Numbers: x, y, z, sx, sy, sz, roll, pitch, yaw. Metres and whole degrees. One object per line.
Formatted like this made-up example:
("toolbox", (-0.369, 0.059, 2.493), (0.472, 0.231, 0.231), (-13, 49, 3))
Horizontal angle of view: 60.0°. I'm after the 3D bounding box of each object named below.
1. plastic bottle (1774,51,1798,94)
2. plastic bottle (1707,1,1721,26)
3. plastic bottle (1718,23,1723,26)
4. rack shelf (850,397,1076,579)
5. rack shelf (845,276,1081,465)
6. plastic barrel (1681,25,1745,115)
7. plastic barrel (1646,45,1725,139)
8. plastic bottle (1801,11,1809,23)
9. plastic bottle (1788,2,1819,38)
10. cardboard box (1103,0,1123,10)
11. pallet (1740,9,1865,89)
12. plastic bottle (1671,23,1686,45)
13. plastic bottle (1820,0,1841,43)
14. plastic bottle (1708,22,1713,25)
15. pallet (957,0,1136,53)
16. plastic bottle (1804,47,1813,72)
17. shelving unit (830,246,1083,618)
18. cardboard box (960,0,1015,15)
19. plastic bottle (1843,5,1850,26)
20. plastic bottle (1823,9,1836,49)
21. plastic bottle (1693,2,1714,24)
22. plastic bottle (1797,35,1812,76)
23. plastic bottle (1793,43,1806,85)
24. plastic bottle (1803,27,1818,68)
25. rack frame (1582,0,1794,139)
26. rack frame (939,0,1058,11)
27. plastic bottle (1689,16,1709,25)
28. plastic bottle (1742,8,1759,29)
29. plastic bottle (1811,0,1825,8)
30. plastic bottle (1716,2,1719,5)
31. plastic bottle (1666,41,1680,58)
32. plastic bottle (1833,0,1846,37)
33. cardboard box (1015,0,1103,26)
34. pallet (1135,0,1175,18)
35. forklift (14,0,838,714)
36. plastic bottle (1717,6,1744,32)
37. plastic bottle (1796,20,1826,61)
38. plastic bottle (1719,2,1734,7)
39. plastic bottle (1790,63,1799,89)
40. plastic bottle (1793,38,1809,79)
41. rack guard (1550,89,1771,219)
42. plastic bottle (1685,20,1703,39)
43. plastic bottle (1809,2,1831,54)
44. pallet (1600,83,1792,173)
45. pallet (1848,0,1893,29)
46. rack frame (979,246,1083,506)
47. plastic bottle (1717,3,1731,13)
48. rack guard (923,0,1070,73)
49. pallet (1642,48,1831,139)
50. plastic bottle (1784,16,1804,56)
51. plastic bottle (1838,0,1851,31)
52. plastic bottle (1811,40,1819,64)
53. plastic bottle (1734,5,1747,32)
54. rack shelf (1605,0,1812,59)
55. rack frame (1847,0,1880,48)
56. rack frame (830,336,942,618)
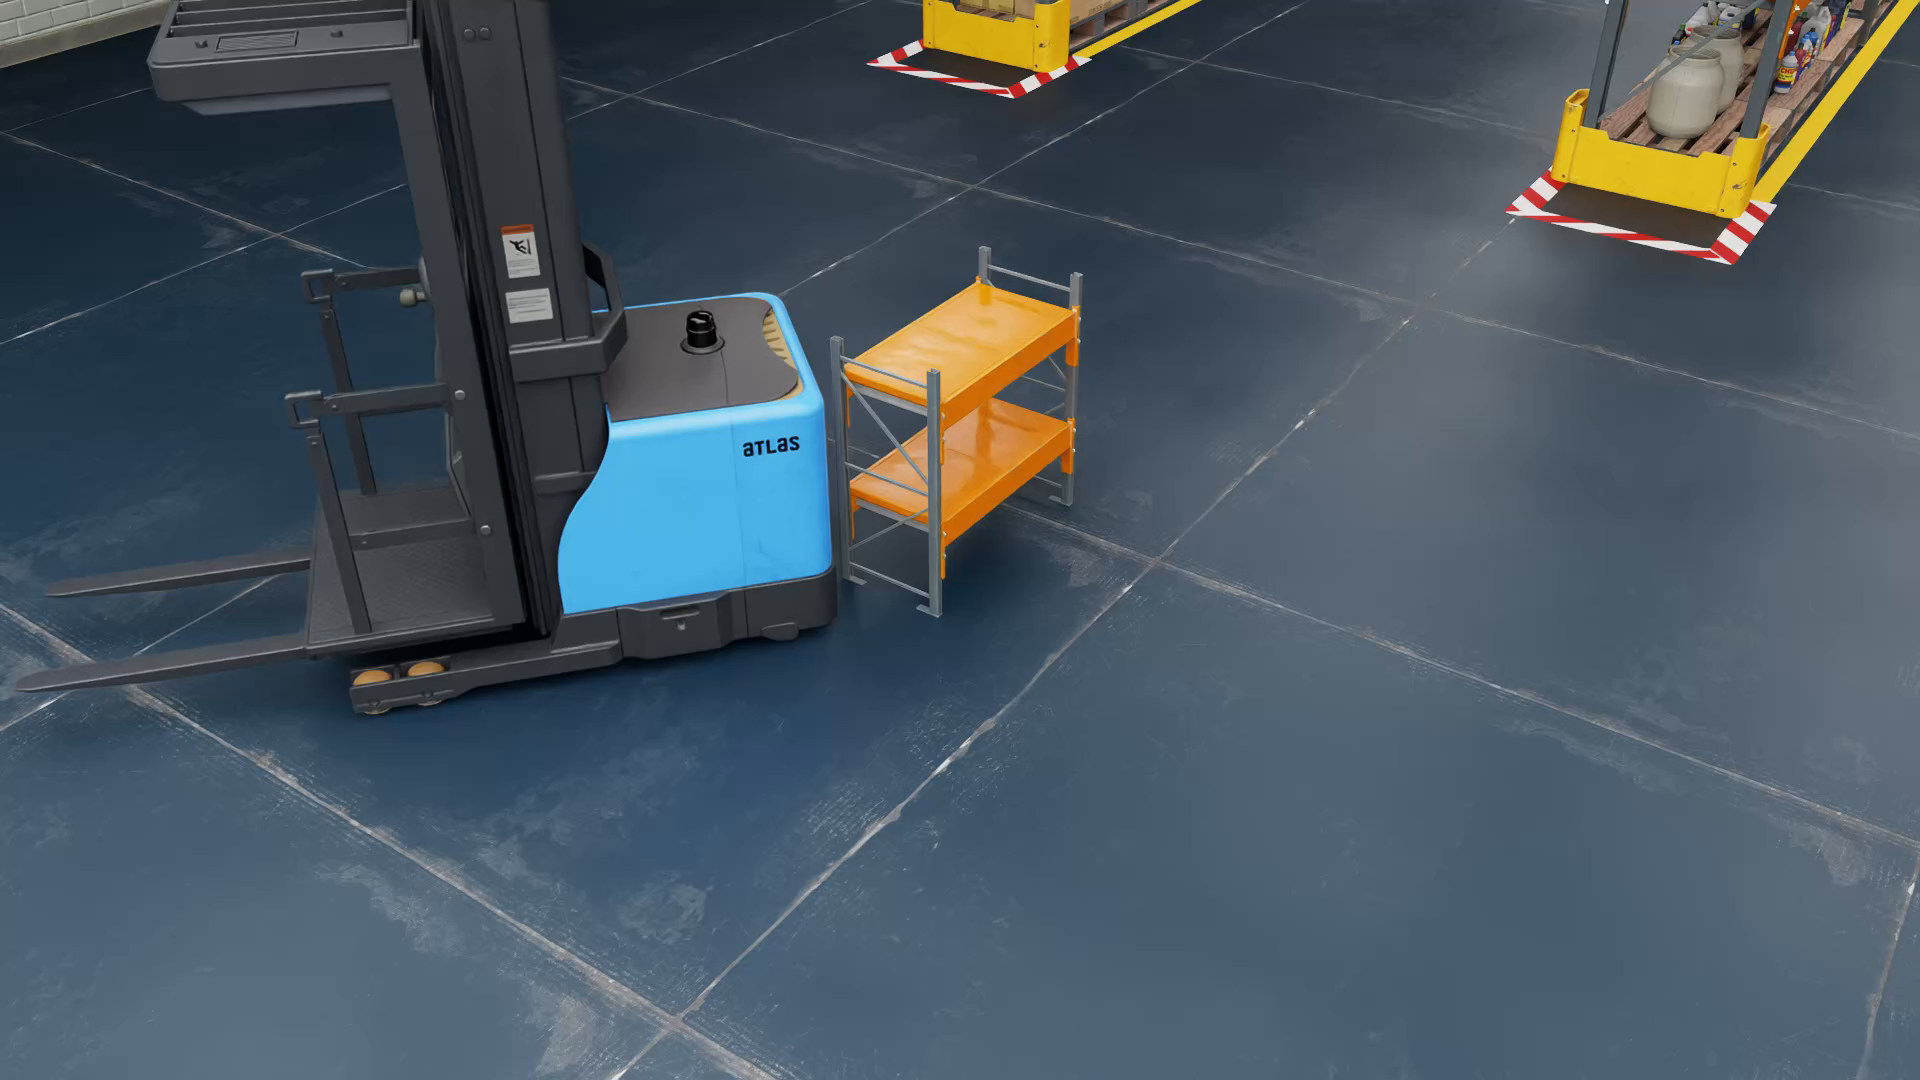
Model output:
("plastic bottle", (5.637, -3.193, 11.337), (0.097, 0.271, 0.097), (0, 34, 0))
("plastic bottle", (5.477, -3.811, 12.179), (0.144, 0.351, 0.185), (21, 39, 28))
("plastic bottle", (5.495, -3.645, 12.067), (0.097, 0.201, 0.097), (0, 34, 0))
("rack shelf", (0.004, -0.267, 7.076), (0.538, 0.278, 1.000), (21, 39, 28))
("rack shelf", (0.004, -0.712, 6.776), (0.538, 0.278, 1.000), (21, 39, 28))
("plastic barrel", (4.946, -3.108, 11.014), (0.421, 0.512, 0.421), (0, 34, 0))
("plastic barrel", (4.660, -2.877, 10.673), (0.421, 0.512, 0.421), (0, 34, 0))
("plastic bottle", (6.105, -3.700, 12.075), (0.061, 0.283, 0.133), (21, 39, 28))
("plastic bottle", (6.252, -3.860, 12.319), (0.152, 0.276, 0.135), (21, 39, 28))
("cardboard box", (1.051, -4.432, 13.206), (0.500, 0.250, 0.500), (21, 39, 28))
("pallet", (6.211, -3.796, 12.675), (1.003, 0.211, 1.213), (21, 39, 28))
("plastic bottle", (5.086, -3.508, 11.792), (0.061, 0.283, 0.133), (22, 40, 29))
("plastic bottle", (6.388, -3.855, 12.245), (0.144, 0.351, 0.185), (19, 39, 26))
("plastic bottle", (5.288, -3.522, 11.813), (0.061, 0.283, 0.133), (21, 39, 28))
("pallet", (0.682, -4.200, 13.273), (1.003, 0.211, 1.213), (21, 39, 28))
("plastic bottle", (5.946, -3.414, 11.725), (0.097, 0.201, 0.097), (0, 34, 0))
("shelving unit", (0.004, -0.469, 6.939), (0.538, 1.125, 1.048), (21, 39, 28))
("cardboard box", (0.343, -4.366, 13.109), (0.500, 0.250, 0.500), (21, 39, 28))
("plastic bottle", (6.677, -4.004, 12.598), (0.097, 0.201, 0.097), (0, 34, 0))
("plastic bottle", (6.330, -3.739, 12.134), (0.061, 0.283, 0.133), (24, 41, 31))
("plastic bottle", (5.371, -3.725, 12.053), (0.144, 0.351, 0.185), (23, 40, 30))
("plastic bottle", (5.890, -3.397, 11.638), (0.097, 0.271, 0.097), (0, 34, 0))
("plastic bottle", (5.781, -3.297, 11.479), (0.061, 0.283, 0.133), (22, 40, 29))
("plastic bottle", (6.005, -3.490, 11.776), (0.097, 0.271, 0.097), (0, 34, 0))
("rack frame", (4.347, -3.406, 9.609), (1.000, 3.000, 0.127), (21, 39, 28))
("rack frame", (0.280, -4.990, 11.951), (1.000, 3.000, 0.127), (21, 39, 28))
("plastic bottle", (5.280, -3.617, 11.959), (0.152, 0.276, 0.135), (20, 39, 27))
("plastic bottle", (5.945, -4.047, 12.529), (0.144, 0.351, 0.185), (21, 39, 28))
("plastic bottle", (6.379, -3.990, 12.444), (0.144, 0.351, 0.185), (21, 39, 28))
("plastic bottle", (5.591, -3.916, 12.395), (0.061, 0.283, 0.133), (23, 40, 30))
("plastic bottle", (5.034, -3.415, 11.727), (0.097, 0.201, 0.097), (0, 34, 0))
("plastic bottle", (6.498, -3.944, 12.376), (0.144, 0.351, 0.185), (20, 39, 27))
("cardboard box", (0.769, -4.201, 12.864), (0.500, 0.250, 0.500), (21, 39, 28))
("pallet", (1.378, -4.760, 14.100), (1.003, 0.211, 1.213), (21, 39, 28))
("forklift", (-2.066, -0.886, 5.943), (3.031, 2.935, 1.130), (-9, 35, -13))
("plastic bottle", (5.613, -3.744, 12.147), (0.152, 0.276, 0.135), (21, 39, 28))
("plastic bottle", (6.108, -3.602, 11.938), (0.152, 0.276, 0.135), (22, 40, 29))
("plastic bottle", (5.719, -4.006, 12.468), (0.144, 0.351, 0.185), (20, 39, 26))
("plastic bottle", (5.696, -3.212, 11.427), (0.097, 0.201, 0.097), (0, 34, 0))
("plastic bottle", (5.833, -3.351, 11.570), (0.097, 0.271, 0.097), (0, 34, 0))
("rack guard", (4.352, -2.421, 10.383), (1.175, 0.500, 0.348), (21, 39, 28))
("plastic bottle", (5.201, -3.553, 11.864), (0.152, 0.276, 0.135), (22, 40, 29))
("plastic bottle", (6.204, -3.707, 12.025), (0.144, 0.351, 0.185), (21, 39, 28))
("pallet", (4.820, -2.673, 11.015), (1.003, 0.211, 1.213), (21, 39, 28))
("pallet", (7.044, -4.466, 13.665), (1.003, 0.211, 1.213), (21, 39, 28))
("rack frame", (0.294, -0.703, 7.285), (0.500, 1.125, 0.032), (21, 39, 28))
("plastic bottle", (5.666, -3.894, 12.373), (0.097, 0.271, 0.097), (0, 34, 0))
("rack guard", (0.267, -3.944, 12.635), (1.175, 0.500, 0.348), (21, 39, 28))
("pallet", (5.516, -3.232, 11.841), (1.003, 0.211, 1.213), (21, 39, 28))
("plastic bottle", (6.020, -3.639, 11.985), (0.061, 0.283, 0.133), (21, 39, 28))
("plastic bottle", (6.625, -3.977, 12.486), (0.061, 0.283, 0.133), (23, 41, 30))
("plastic bottle", (6.063, -3.508, 11.865), (0.097, 0.201, 0.097), (0, 34, 0))
("plastic bottle", (5.843, -3.955, 12.463), (0.097, 0.271, 0.097), (0, 34, 0))
("rack shelf", (5.488, -4.029, 11.172), (1.077, 0.370, 4.000), (21, 39, 28))
("rack frame", (6.628, -5.247, 12.331), (1.000, 3.000, 0.127), (21, 39, 28))
("rack frame", (-0.286, -0.235, 6.594), (0.500, 1.125, 0.032), (21, 39, 28))
